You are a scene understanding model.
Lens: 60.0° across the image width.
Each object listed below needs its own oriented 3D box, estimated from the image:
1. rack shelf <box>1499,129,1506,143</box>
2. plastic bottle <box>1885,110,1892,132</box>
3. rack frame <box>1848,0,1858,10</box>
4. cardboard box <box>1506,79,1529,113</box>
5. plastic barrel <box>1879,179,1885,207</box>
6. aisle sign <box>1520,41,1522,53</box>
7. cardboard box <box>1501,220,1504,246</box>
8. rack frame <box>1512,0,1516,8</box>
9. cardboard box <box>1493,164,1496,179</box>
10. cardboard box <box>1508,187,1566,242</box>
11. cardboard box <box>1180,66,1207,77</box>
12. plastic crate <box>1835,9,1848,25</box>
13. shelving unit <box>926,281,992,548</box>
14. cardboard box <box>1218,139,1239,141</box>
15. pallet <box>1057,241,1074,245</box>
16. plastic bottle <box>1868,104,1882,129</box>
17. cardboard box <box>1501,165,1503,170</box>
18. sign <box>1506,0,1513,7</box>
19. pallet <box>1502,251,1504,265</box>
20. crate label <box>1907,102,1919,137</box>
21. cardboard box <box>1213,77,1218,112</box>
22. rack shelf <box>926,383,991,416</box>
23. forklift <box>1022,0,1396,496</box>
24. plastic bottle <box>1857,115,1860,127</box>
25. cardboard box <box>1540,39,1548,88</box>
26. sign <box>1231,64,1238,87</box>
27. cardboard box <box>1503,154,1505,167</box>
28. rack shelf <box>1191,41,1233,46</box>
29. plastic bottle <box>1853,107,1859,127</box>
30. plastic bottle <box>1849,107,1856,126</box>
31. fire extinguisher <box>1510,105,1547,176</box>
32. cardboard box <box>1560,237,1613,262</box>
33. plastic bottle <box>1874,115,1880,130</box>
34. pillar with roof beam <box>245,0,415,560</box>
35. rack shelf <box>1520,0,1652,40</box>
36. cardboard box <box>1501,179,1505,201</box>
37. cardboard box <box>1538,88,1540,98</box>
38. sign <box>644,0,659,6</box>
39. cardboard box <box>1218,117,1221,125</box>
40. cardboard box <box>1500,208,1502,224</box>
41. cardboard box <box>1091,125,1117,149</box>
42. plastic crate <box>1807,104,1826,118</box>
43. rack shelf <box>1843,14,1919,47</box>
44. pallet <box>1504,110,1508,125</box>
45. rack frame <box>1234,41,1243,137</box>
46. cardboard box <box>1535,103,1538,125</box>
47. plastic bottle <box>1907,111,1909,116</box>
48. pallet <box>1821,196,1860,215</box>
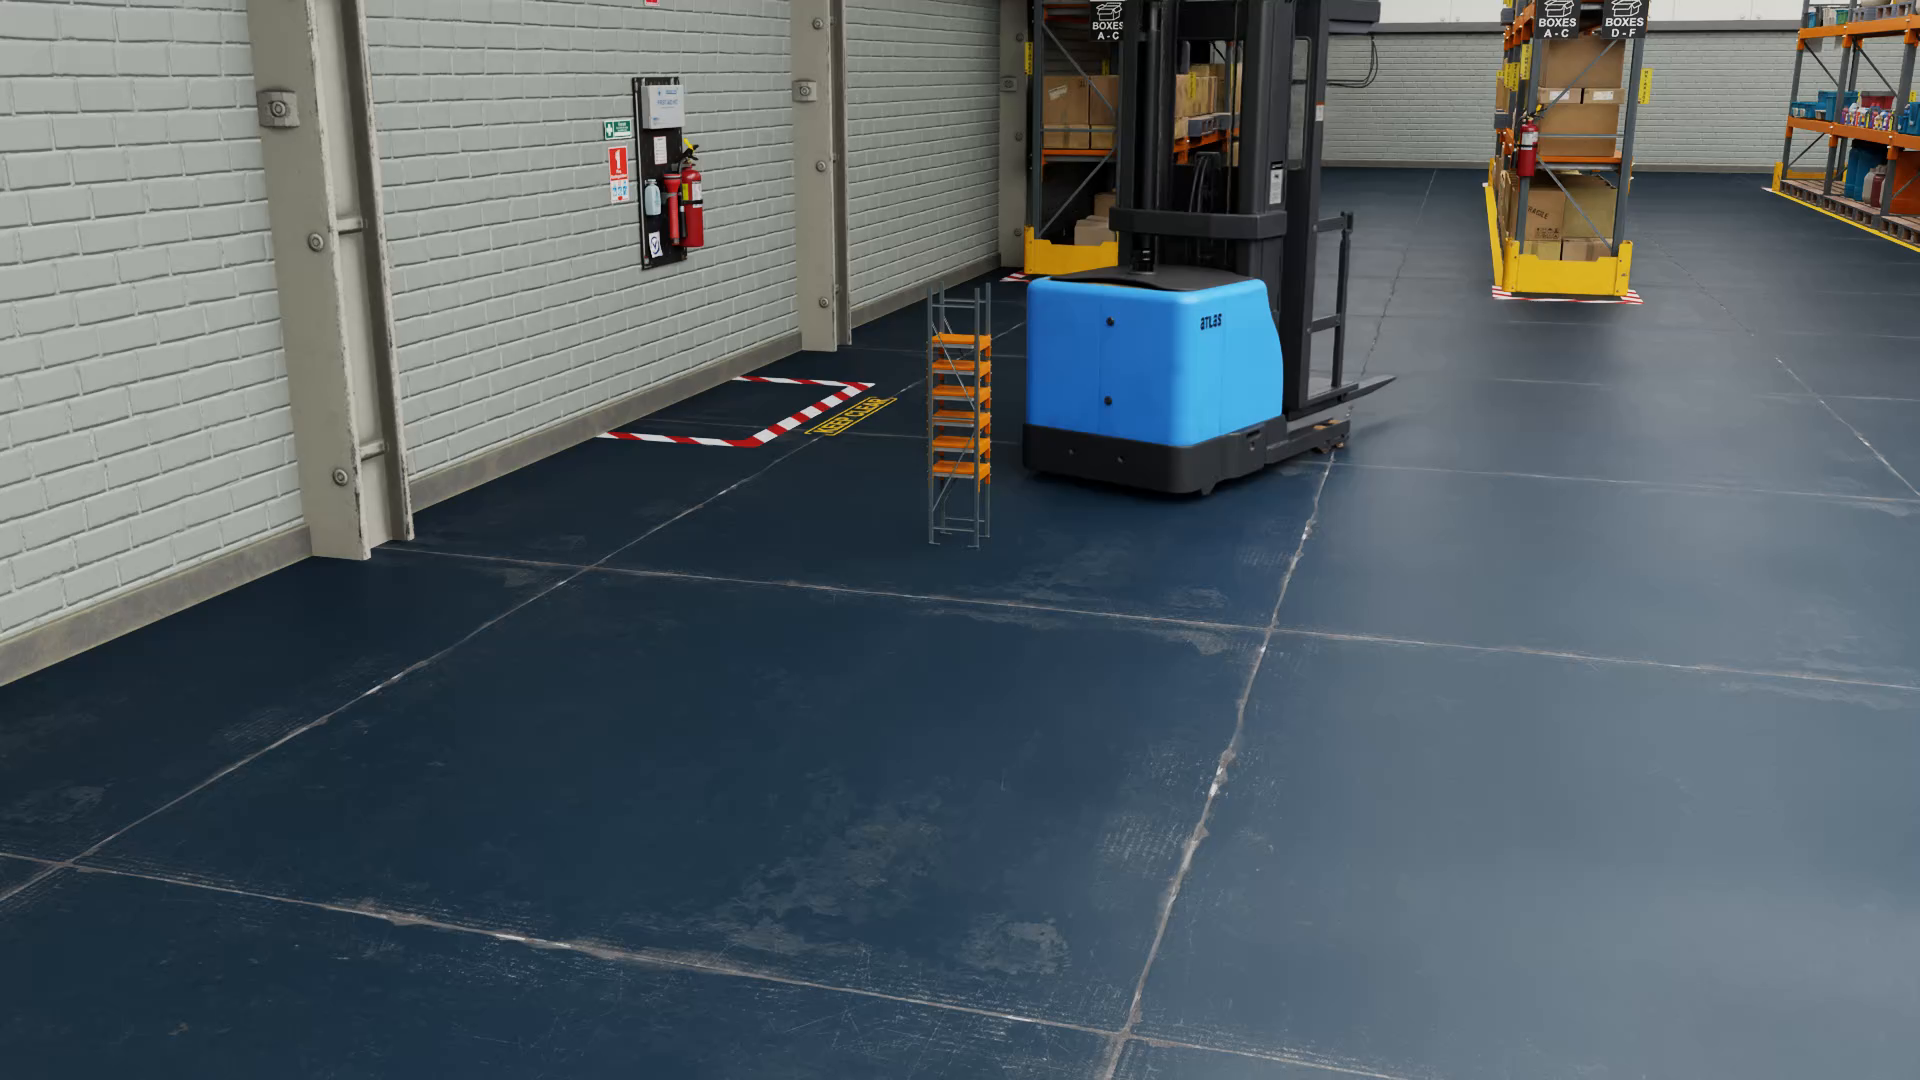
[{"bbox_3d":[8.851,-6.191,25.479,1.077,0.370,4.000,5,16,16],"label":"rack shelf"},{"bbox_3d":[12.803,-5.772,22.897,0.061,0.283,0.133,5,16,16],"label":"plastic bottle"},{"bbox_3d":[14.168,-9.562,25.049,1.000,3.000,0.127,5,16,16],"label":"rack frame"},{"bbox_3d":[8.354,-6.438,24.076,0.700,0.500,0.500,-1,16,-3],"label":"cardboard box"},{"bbox_3d":[13.229,-4.918,23.461,0.421,0.512,0.421,0,16,0],"label":"plastic barrel"},{"bbox_3d":[10.294,-9.398,30.703,0.394,0.787,0.004,5,16,16],"label":"aisle sign"},{"bbox_3d":[6.430,-3.488,18.900,0.500,0.250,0.500,5,16,16],"label":"cardboard box"},{"bbox_3d":[9.420,-9.947,26.407,1.000,3.000,0.127,5,16,16],"label":"rack frame"},{"bbox_3d":[9.846,-6.614,29.884,0.500,0.250,0.500,5,16,16],"label":"cardboard box"},{"bbox_3d":[5.877,-3.324,16.948,0.500,0.500,0.500,5,16,16],"label":"cardboard box"},{"bbox_3d":[3.386,-6.791,24.097,0.380,0.149,0.250,2,16,7],"label":"cardboard box"},{"bbox_3d":[14.120,-8.301,26.408,0.416,0.233,0.300,5,16,16],"label":"plastic crate"},{"bbox_3d":[-0.004,-0.573,7.652,0.258,1.200,0.189,5,16,16],"label":"shelving unit"},{"bbox_3d":[4.359,-6.199,27.356,0.750,0.750,0.750,5,17,18],"label":"cardboard box"},{"bbox_3d":[1.545,-3.192,18.698,1.003,0.211,1.213,5,16,16],"label":"pallet"},{"bbox_3d":[13.147,-6.082,23.864,0.144,0.351,0.185,5,16,16],"label":"plastic bottle"},{"bbox_3d":[8.471,-5.421,25.221,0.500,0.500,0.500,4,16,14],"label":"cardboard box"},{"bbox_3d":[8.897,-8.792,26.887,0.100,0.325,0.005,5,16,16],"label":"sign"},{"bbox_3d":[6.535,-3.101,18.376,1.003,0.211,1.213,5,16,16],"label":"pallet"},{"bbox_3d":[12.489,-5.407,21.331,0.502,0.435,0.616,5,16,16],"label":"crate label"},{"bbox_3d":[3.409,-6.533,24.377,0.700,0.500,0.500,3,16,9],"label":"cardboard box"},{"bbox_3d":[-0.004,-0.646,7.632,0.258,0.103,0.180,5,16,16],"label":"rack shelf"},{"bbox_3d":[1.632,-1.979,9.435,1.130,2.935,3.031,12,20,36],"label":"forklift"},{"bbox_3d":[13.349,-6.218,24.618,0.097,0.201,0.097,0,16,0],"label":"plastic bottle"},{"bbox_3d":[6.314,-4.866,16.929,0.700,0.500,0.500,4,16,14],"label":"cardboard box"},{"bbox_3d":[4.055,-6.877,24.600,0.100,0.325,0.005,5,16,16],"label":"sign"},{"bbox_3d":[8.336,-5.662,24.694,0.500,0.250,0.500,5,17,18],"label":"cardboard box"},{"bbox_3d":[2.964,-6.971,22.731,1.077,0.370,4.000,5,16,16],"label":"rack shelf"},{"bbox_3d":[13.402,-6.324,24.843,0.061,0.283,0.133,5,16,16],"label":"plastic bottle"},{"bbox_3d":[13.508,-6.398,25.125,0.097,0.271,0.097,0,16,0],"label":"plastic bottle"},{"bbox_3d":[5.531,-3.889,16.185,0.296,0.674,0.183,5,16,16],"label":"fire extinguisher"},{"bbox_3d":[6.375,-2.923,16.908,0.500,0.250,0.500,5,16,16],"label":"cardboard box"},{"bbox_3d":[13.019,-5.914,23.548,0.097,0.201,0.097,0,16,0],"label":"plastic bottle"},{"bbox_3d":[1.346,-3.967,5.326,9.100,9.000,0.400,5,16,16],"label":"pillar with roof beam"},{"bbox_3d":[6.578,-5.541,17.690,1.077,0.370,4.000,5,16,16],"label":"rack shelf"},{"bbox_3d":[7.272,-4.512,21.481,0.500,0.311,0.500,5,16,16],"label":"cardboard box"},{"bbox_3d":[6.009,-4.465,16.701,0.380,0.149,0.250,5,17,17],"label":"cardboard box"},{"bbox_3d":[-1.913,-3.462,10.290,0.001,0.298,0.199,5,16,16],"label":"sign"},{"bbox_3d":[3.848,-6.354,25.159,0.380,0.149,0.250,4,16,15],"label":"cardboard box"},{"bbox_3d":[7.132,-4.110,21.092,0.500,0.250,0.500,4,16,15],"label":"cardboard box"},{"bbox_3d":[1.702,-4.345,17.889,0.500,0.250,0.500,4,16,14],"label":"cardboard box"},{"bbox_3d":[14.459,-7.208,27.943,0.416,0.233,0.300,5,16,16],"label":"plastic crate"},{"bbox_3d":[13.599,-7.249,23.712,1.077,0.370,4.000,5,16,16],"label":"rack shelf"},{"bbox_3d":[8.831,-6.431,25.357,1.003,0.211,1.213,5,16,16],"label":"pallet"},{"bbox_3d":[5.806,-8.490,32.266,1.000,3.000,0.127,5,16,16],"label":"rack frame"},{"bbox_3d":[6.592,-4.496,17.999,0.700,0.500,0.500,5,17,18],"label":"cardboard box"},{"bbox_3d":[13.890,-6.167,24.310,0.097,0.271,0.097,0,16,0],"label":"plastic bottle"},{"bbox_3d":[13.909,-5.135,25.548,1.003,0.211,1.213,5,16,16],"label":"pallet"}]
